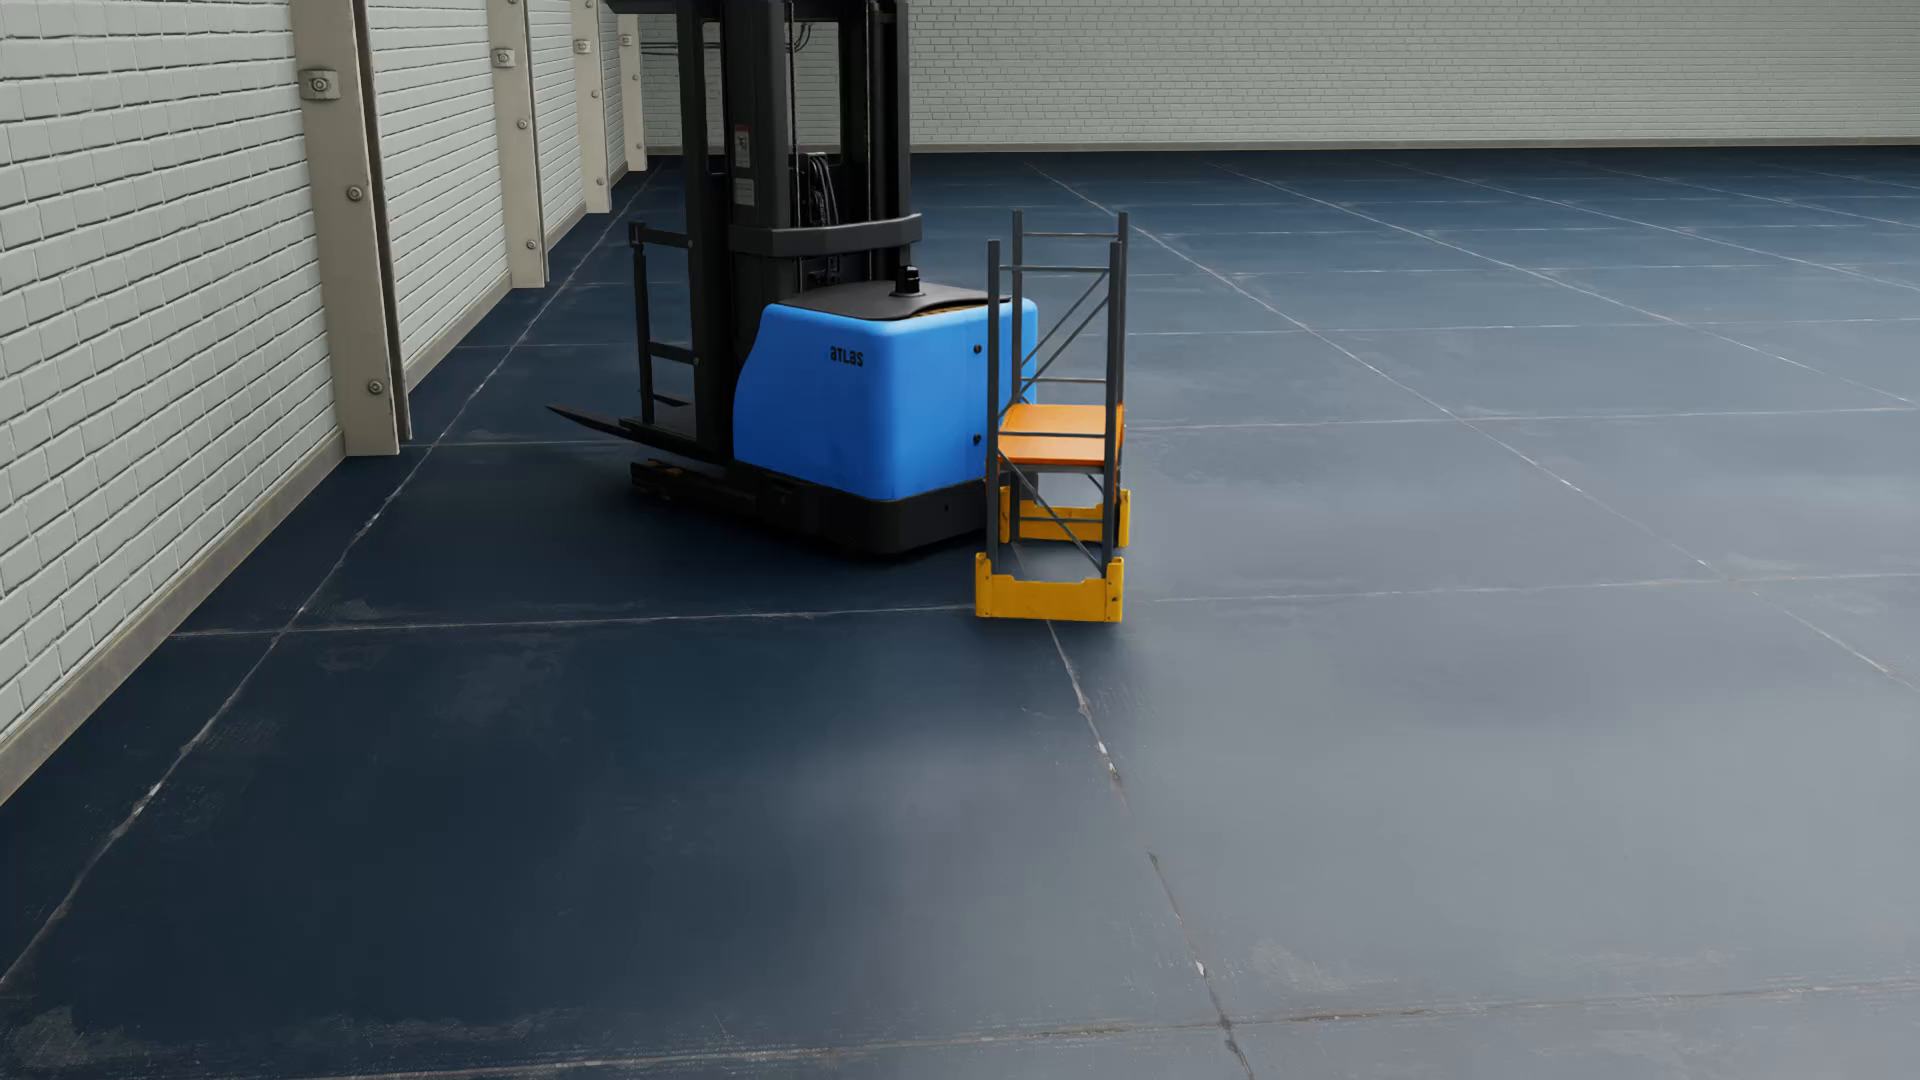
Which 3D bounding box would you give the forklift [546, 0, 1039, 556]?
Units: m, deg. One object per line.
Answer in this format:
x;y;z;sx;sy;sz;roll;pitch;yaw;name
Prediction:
-1.023;-1.687;8.159;1.130;2.935;3.031;-17;24;-42;forklift

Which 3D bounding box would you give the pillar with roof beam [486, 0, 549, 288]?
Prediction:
0.384;-6.739;14.119;9.100;9.000;0.400;-2;18;-6;pillar with roof beam

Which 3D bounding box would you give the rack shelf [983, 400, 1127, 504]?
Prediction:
0.418;-0.385;7.001;0.538;0.185;1.000;2;18;7;rack shelf

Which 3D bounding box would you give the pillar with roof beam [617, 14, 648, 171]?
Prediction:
-0.854;-10.314;25.507;9.100;9.000;0.400;-2;18;-6;pillar with roof beam

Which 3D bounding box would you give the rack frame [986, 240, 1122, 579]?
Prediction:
0.355;-0.406;6.466;0.500;1.500;0.032;2;18;7;rack frame

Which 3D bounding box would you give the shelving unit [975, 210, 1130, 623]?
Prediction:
0.417;-0.554;6.939;0.587;1.500;1.083;2;18;7;shelving unit

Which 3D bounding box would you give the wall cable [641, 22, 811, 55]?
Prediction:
-4.124;-9.618;28.474;3.097;2.526;0.112;-2;18;-6;wall cable

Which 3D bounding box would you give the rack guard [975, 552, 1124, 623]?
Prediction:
0.355;0.190;6.654;0.587;0.250;0.087;2;18;7;rack guard

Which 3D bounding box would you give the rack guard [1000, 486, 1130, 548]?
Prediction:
0.478;-0.106;7.598;0.587;0.250;0.087;2;18;7;rack guard

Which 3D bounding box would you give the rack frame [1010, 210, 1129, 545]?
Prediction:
0.480;-0.708;7.429;0.500;1.500;0.032;2;18;7;rack frame

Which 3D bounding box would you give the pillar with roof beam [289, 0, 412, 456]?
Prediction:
1.003;-4.951;8.425;9.100;9.000;0.400;-2;18;-6;pillar with roof beam

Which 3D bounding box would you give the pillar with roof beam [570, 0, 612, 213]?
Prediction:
-0.235;-8.526;19.813;9.100;9.000;0.400;-2;18;-6;pillar with roof beam
